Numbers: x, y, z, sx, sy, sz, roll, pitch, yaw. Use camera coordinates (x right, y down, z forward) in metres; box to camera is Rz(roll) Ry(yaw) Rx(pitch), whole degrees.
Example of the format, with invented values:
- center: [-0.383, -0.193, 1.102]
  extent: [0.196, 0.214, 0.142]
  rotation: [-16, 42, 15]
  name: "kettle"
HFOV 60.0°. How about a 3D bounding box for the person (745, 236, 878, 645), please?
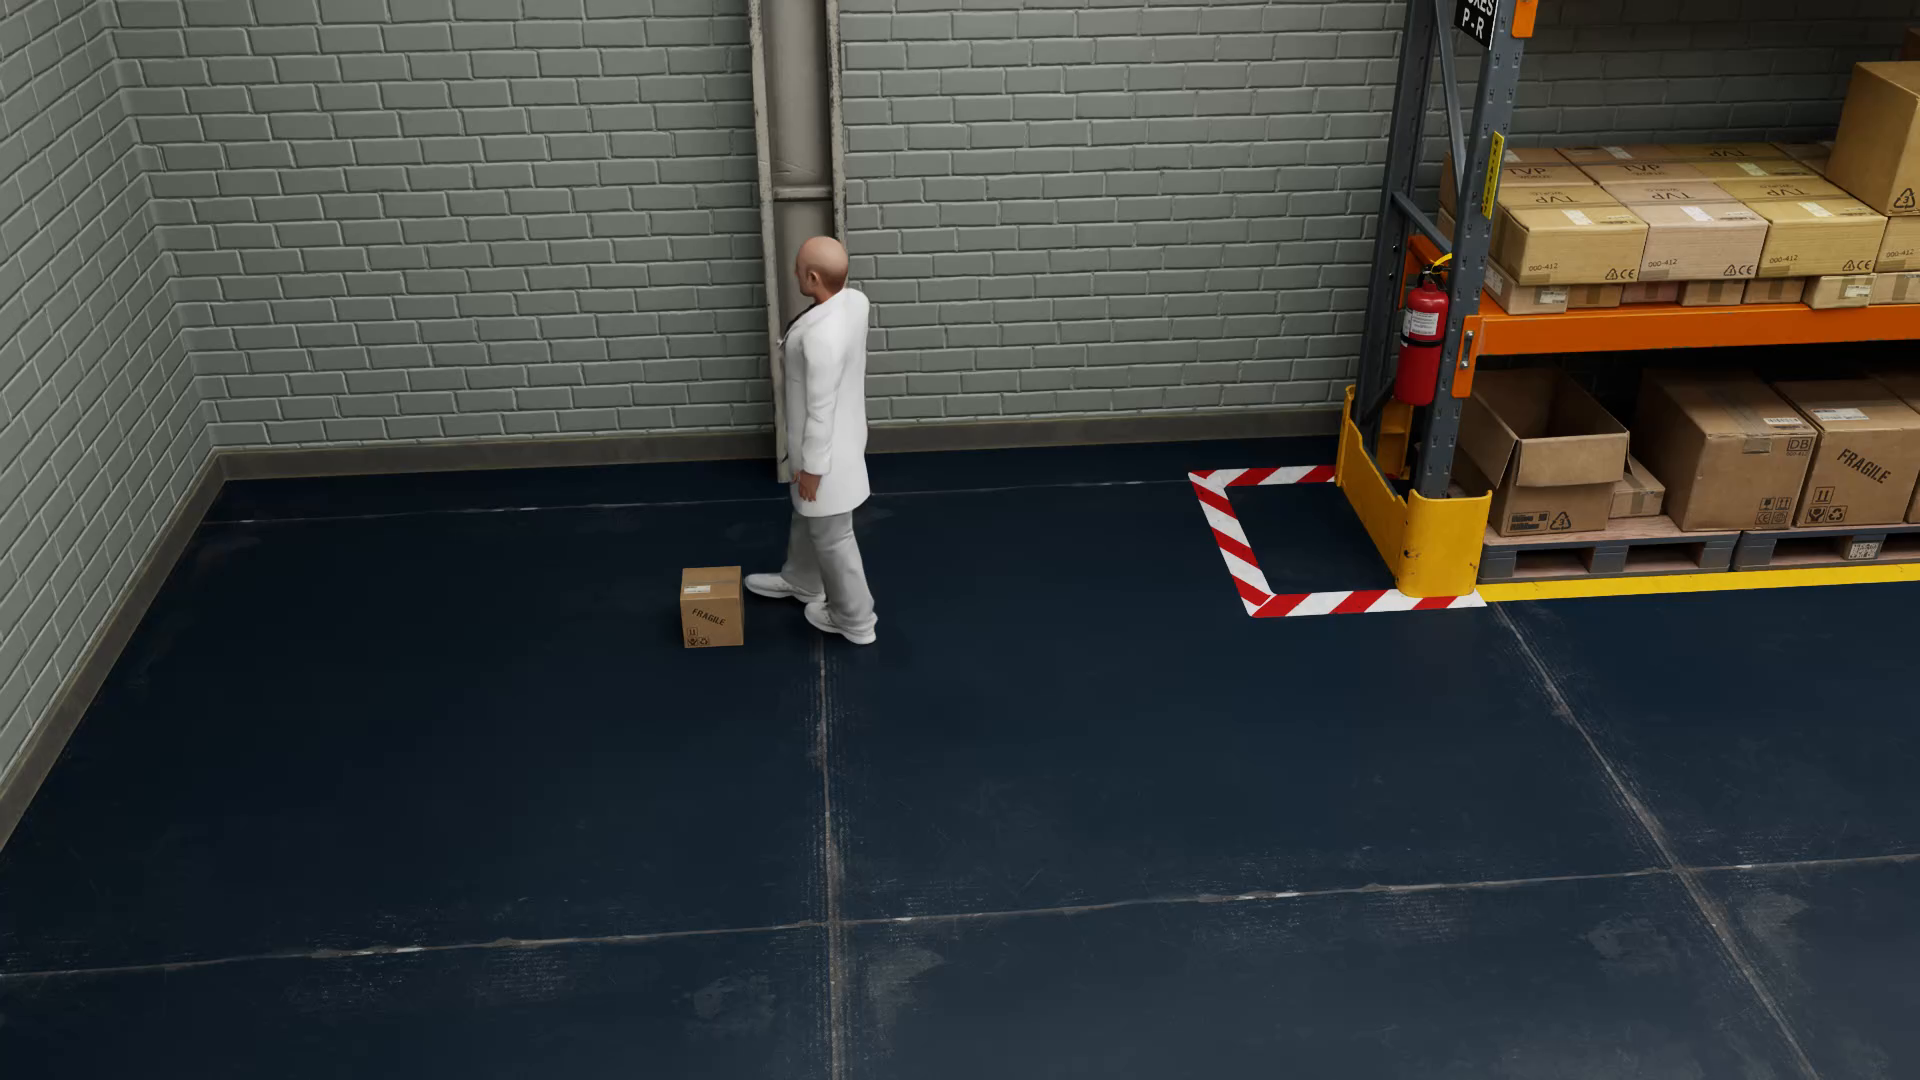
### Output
- center: [-0.667, -0.414, 6.833]
  extent: [0.667, 1.774, 0.593]
  rotation: [6, 31, 10]
  name: "person"
